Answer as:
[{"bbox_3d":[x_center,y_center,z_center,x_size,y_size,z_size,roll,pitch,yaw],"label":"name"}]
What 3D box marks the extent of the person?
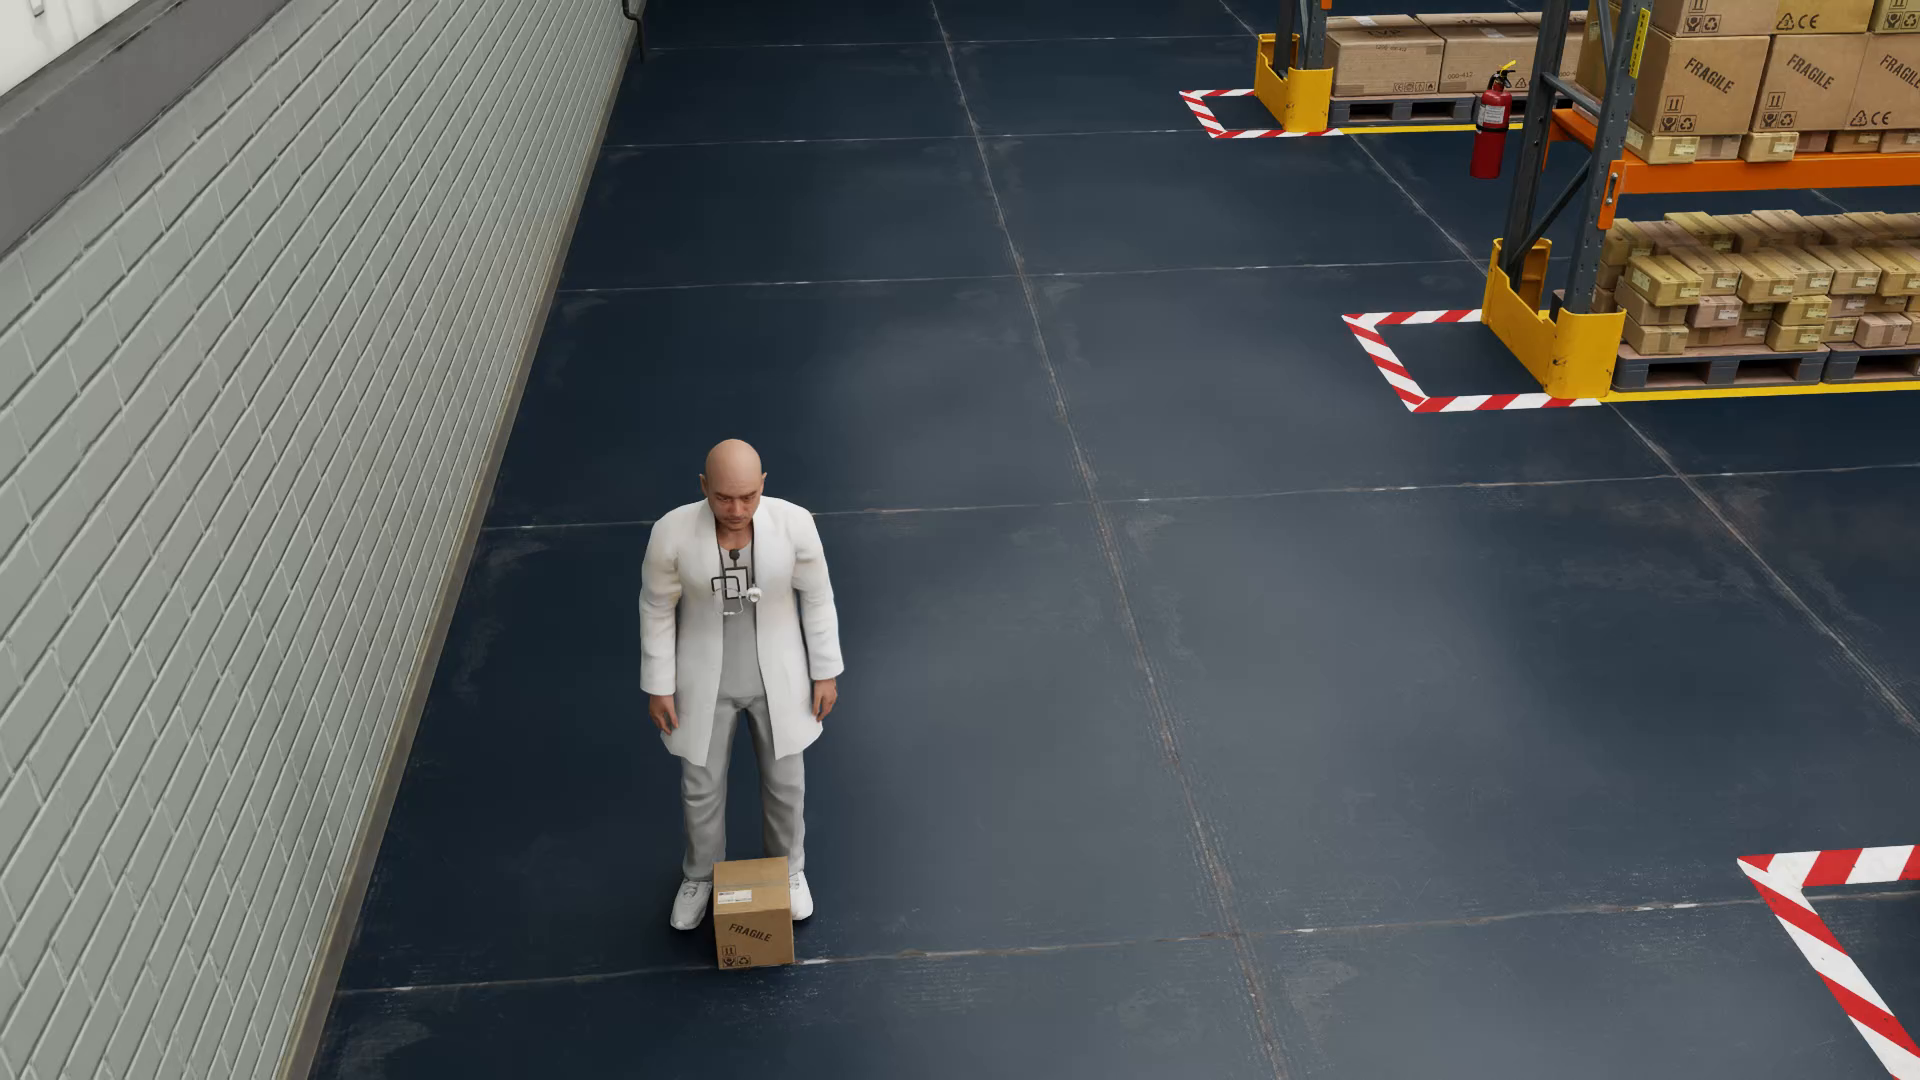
[{"bbox_3d":[-0.700,0.460,5.374,0.653,1.774,0.424,-4,31,-7],"label":"person"}]
